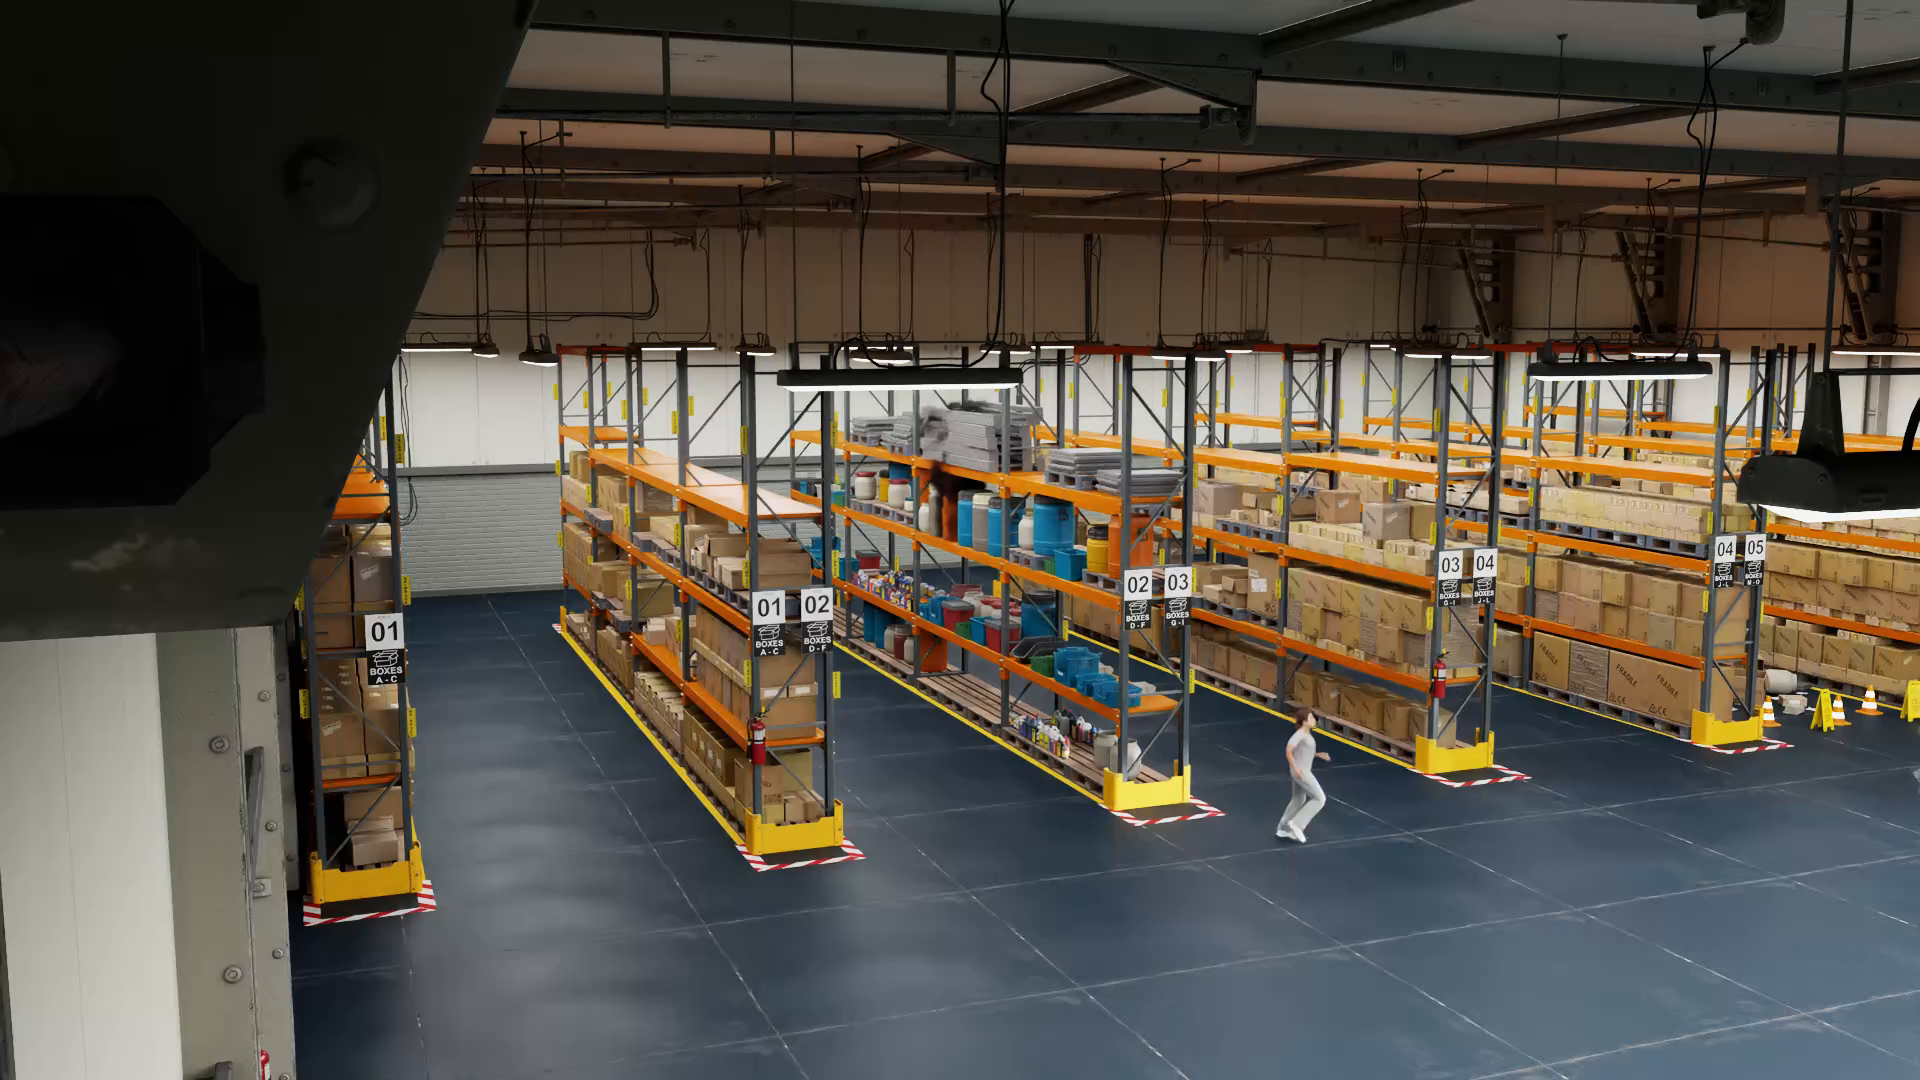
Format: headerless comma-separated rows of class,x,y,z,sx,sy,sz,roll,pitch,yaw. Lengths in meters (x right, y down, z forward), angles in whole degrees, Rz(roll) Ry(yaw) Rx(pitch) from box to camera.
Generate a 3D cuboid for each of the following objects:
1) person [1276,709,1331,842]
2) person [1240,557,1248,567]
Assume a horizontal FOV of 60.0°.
person,4.262,2.899,20.593,0.642,1.649,0.569,1,7,10
person,7.302,0.158,42.243,0.904,1.641,0.586,-4,8,-28
